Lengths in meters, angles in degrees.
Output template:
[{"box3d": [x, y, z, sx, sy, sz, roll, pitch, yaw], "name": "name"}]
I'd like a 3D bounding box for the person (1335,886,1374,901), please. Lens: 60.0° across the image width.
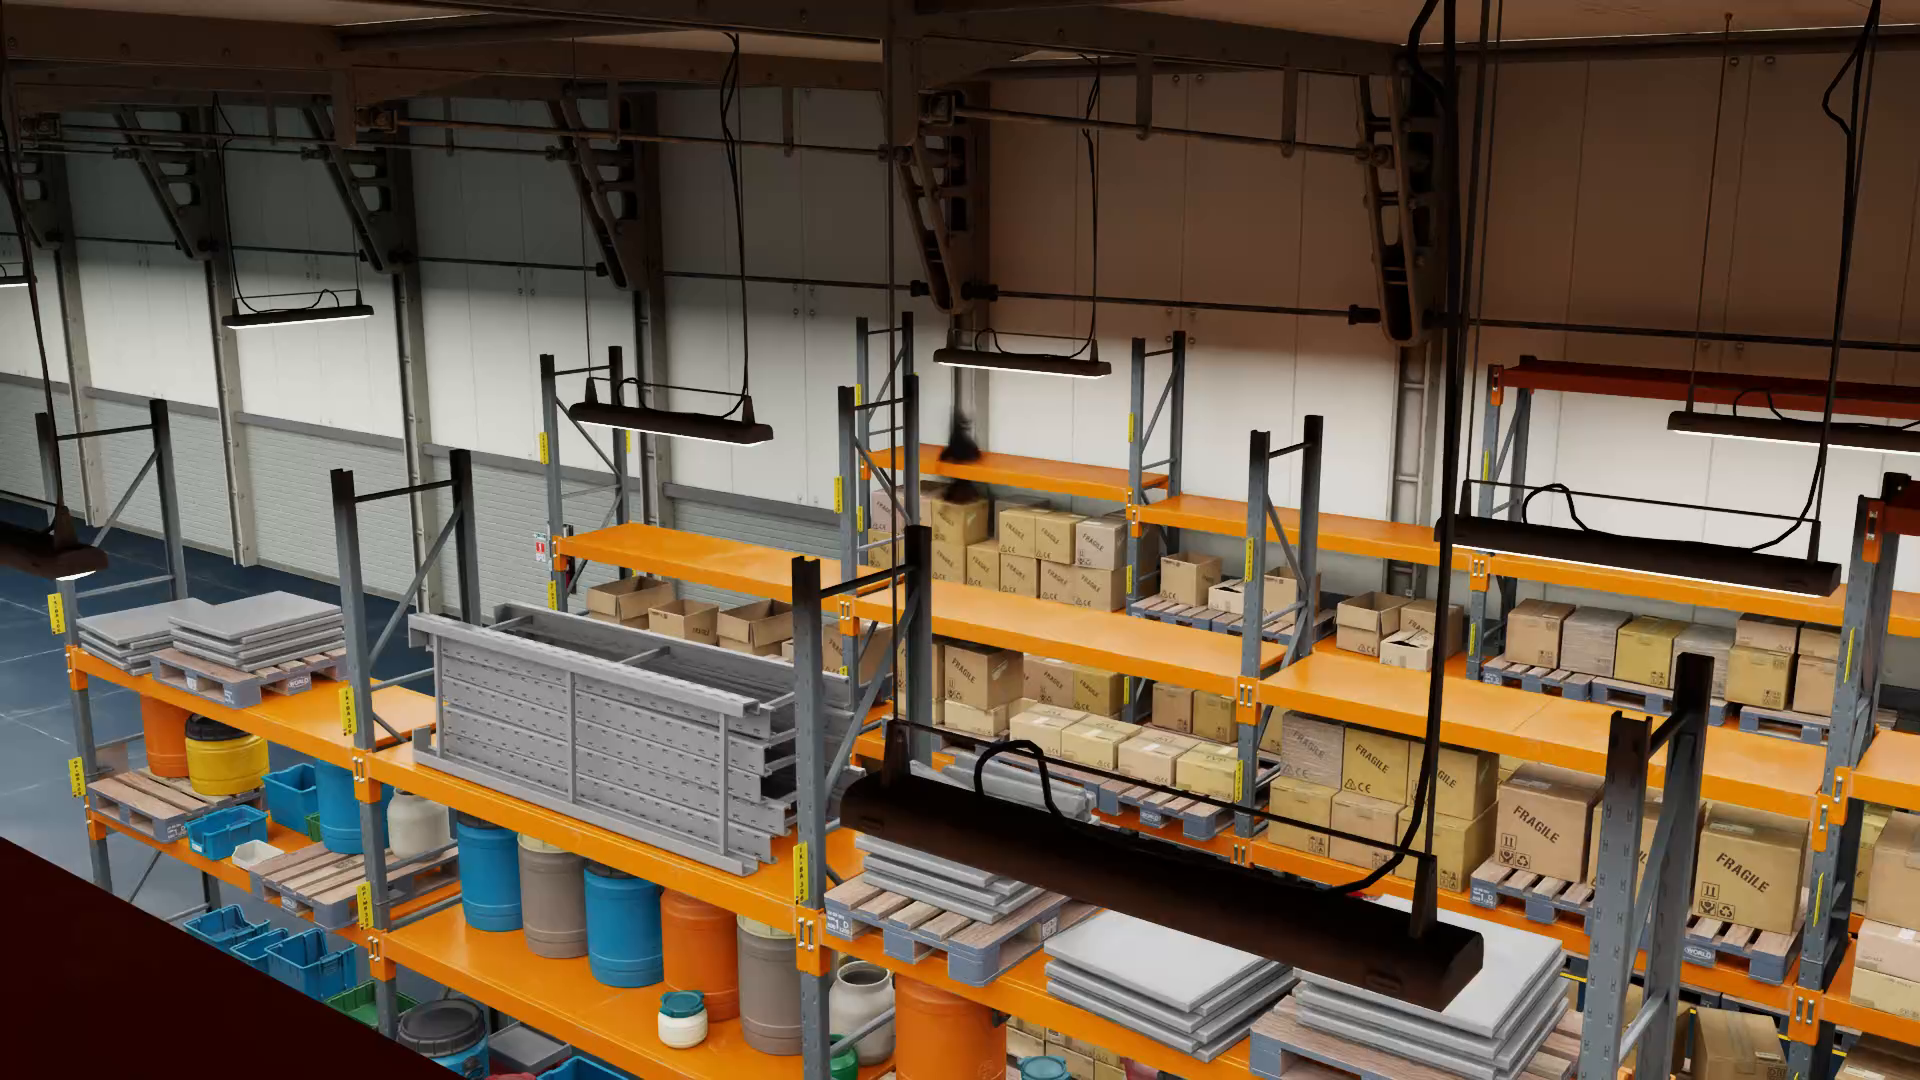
[{"box3d": [3.669, 3.841, 14.934, 0.703, 1.715, 0.658, 5, 14, 21], "name": "person"}]
